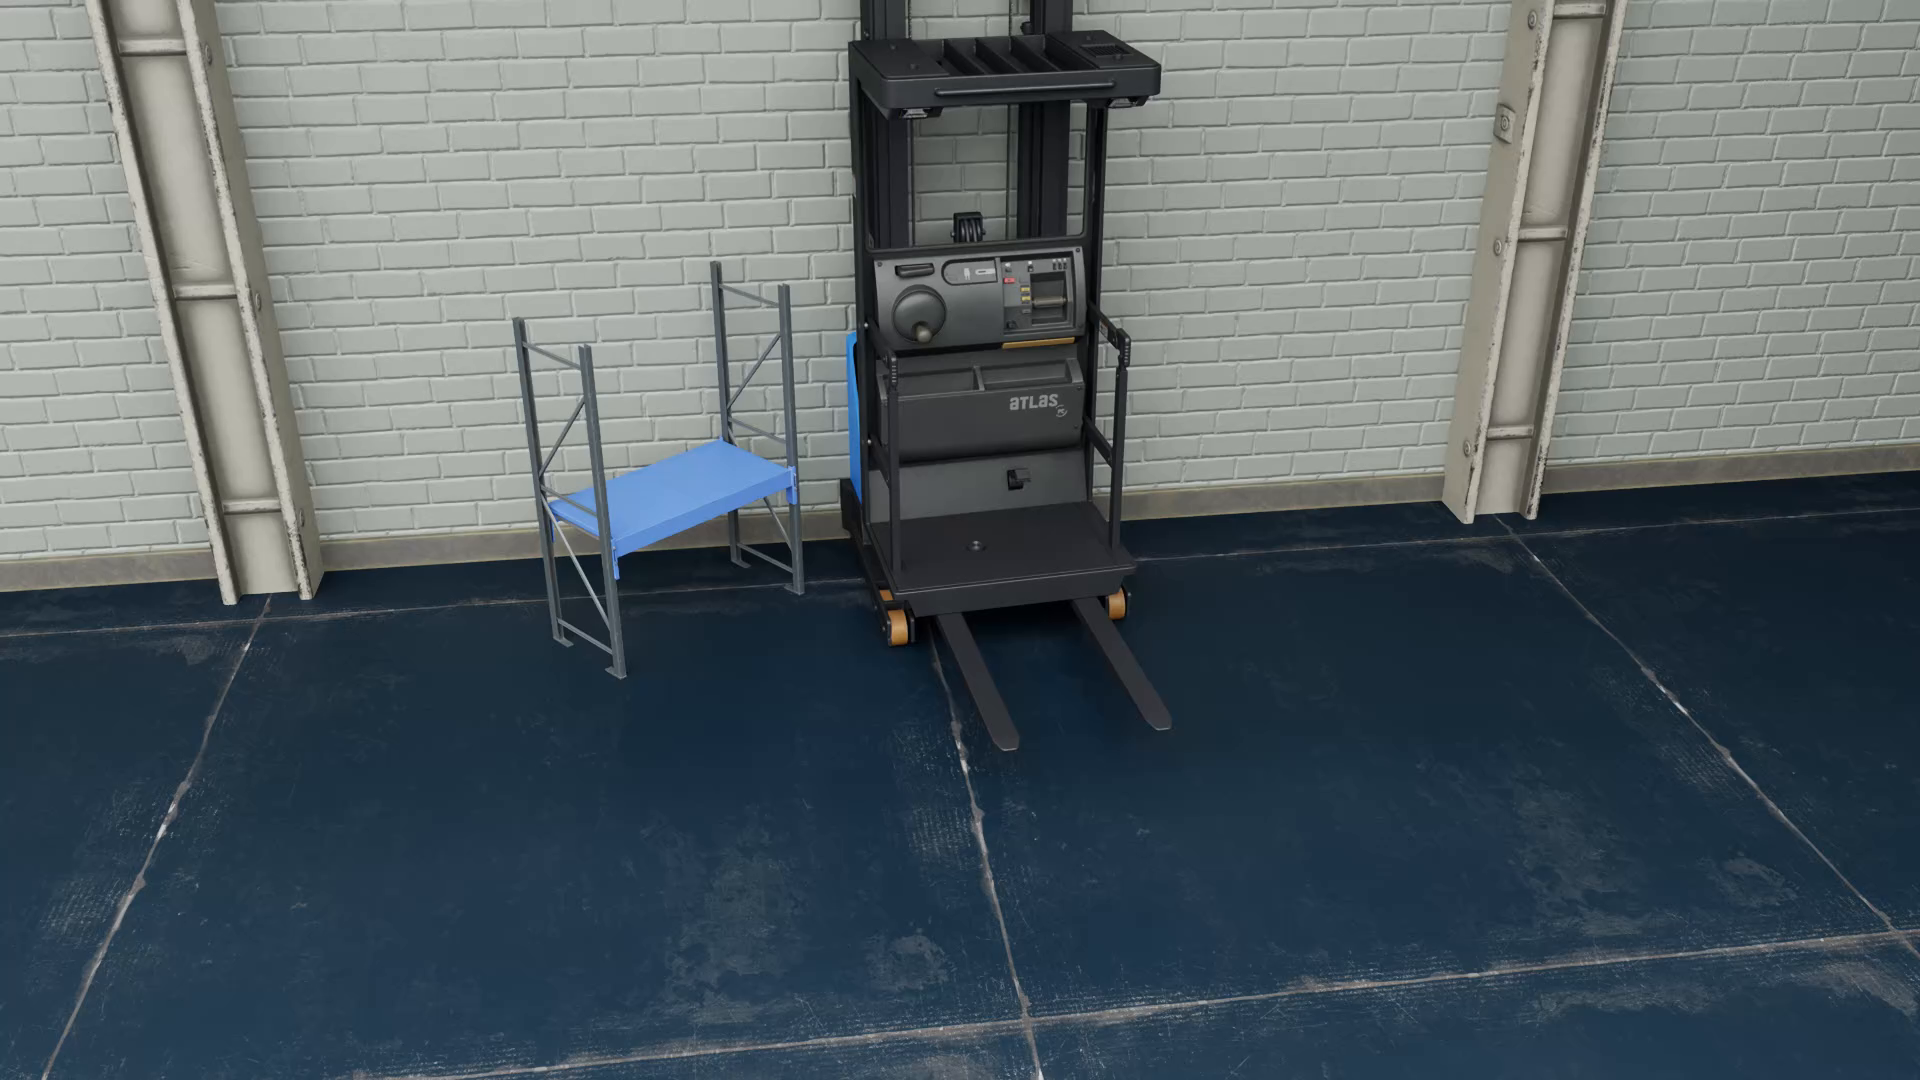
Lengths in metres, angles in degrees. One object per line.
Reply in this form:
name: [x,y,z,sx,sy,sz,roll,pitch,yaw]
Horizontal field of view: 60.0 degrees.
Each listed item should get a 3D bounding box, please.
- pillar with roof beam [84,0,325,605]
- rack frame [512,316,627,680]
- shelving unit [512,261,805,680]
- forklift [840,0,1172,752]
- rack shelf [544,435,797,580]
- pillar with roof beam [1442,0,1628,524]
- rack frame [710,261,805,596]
pillar with roof beam: [-2.622,-1.841,1.981,0.400,9.000,9.100,-4,27,-7]
rack frame: [-1.616,-0.154,6.908,0.500,1.500,0.032,23,35,38]
shelving unit: [-1.267,-0.323,7.236,0.538,1.500,1.048,23,35,38]
forklift: [0.142,-1.025,7.036,1.130,2.935,3.031,-6,28,-12]
rack shelf: [-1.267,-0.163,7.318,0.538,0.185,1.000,23,35,38]
pillar with roof beam: [3.320,-2.223,2.724,0.400,9.000,9.100,-4,27,-7]
rack frame: [-0.917,-0.491,7.564,0.500,1.500,0.032,23,35,38]
